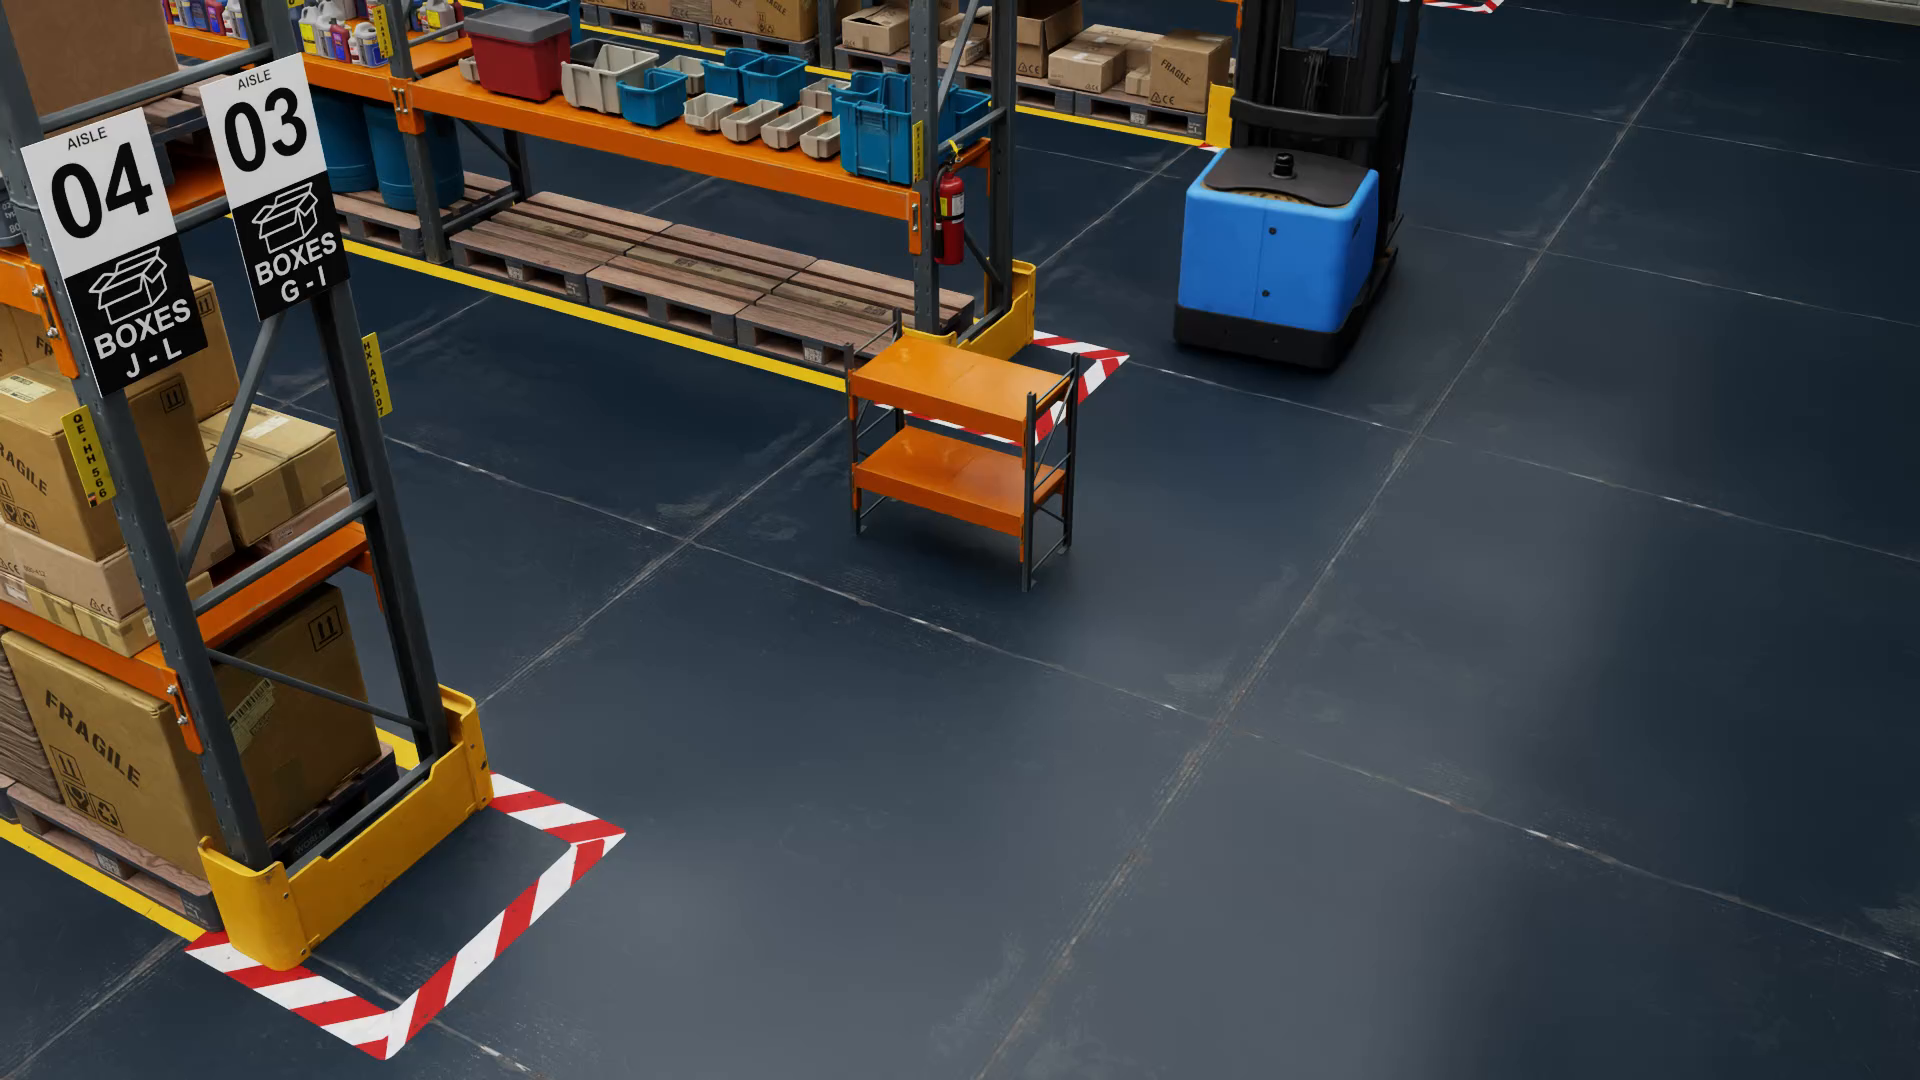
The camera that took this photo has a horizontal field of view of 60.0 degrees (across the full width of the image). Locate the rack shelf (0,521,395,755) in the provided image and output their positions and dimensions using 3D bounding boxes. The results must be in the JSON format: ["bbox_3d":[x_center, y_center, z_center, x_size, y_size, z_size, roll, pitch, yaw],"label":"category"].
[{"bbox_3d":[-4.163,-0.187,6.974,4.000,0.370,1.077,18,37,24],"label":"rack shelf"}]

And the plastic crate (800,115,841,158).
[{"bbox_3d":[-0.766,-2.372,9.790,0.243,0.136,0.396,18,37,24],"label":"plastic crate"}]

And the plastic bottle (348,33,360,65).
[{"bbox_3d":[-4.058,-3.309,11.192,0.097,0.201,0.097,0,34,0],"label":"plastic bottle"}]

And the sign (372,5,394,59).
[{"bbox_3d":[-3.716,-3.271,10.706,0.005,0.325,0.100,18,37,24],"label":"sign"}]

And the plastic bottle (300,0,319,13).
[{"bbox_3d":[-4.491,-3.615,11.517,0.185,0.351,0.144,18,37,24],"label":"plastic bottle"}]

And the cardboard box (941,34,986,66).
[{"bbox_3d":[0.033,-4.354,14.741,0.250,0.166,0.380,18,37,24],"label":"cardboard box"}]

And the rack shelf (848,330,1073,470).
[{"bbox_3d":[0.006,-0.710,8.273,1.000,0.278,0.538,18,37,24],"label":"rack shelf"}]

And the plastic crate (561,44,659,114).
[{"bbox_3d":[-2.207,-2.887,10.432,0.530,0.282,0.437,18,37,24],"label":"plastic crate"}]

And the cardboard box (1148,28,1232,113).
[{"bbox_3d":[1.898,-3.876,13.723,0.500,0.500,0.500,18,37,24],"label":"cardboard box"}]

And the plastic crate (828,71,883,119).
[{"bbox_3d":[-0.591,-2.683,10.169,0.300,0.233,0.416,18,37,24],"label":"plastic crate"}]

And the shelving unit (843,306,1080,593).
[{"bbox_3d":[0.006,-0.466,8.435,1.048,1.125,0.538,18,37,24],"label":"shelving unit"}]

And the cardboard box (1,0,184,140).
[{"bbox_3d":[-2.904,-1.560,5.121,0.500,0.500,0.700,15,37,22],"label":"cardboard box"}]

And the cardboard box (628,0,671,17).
[{"bbox_3d":[-2.854,-5.360,15.951,0.500,0.500,0.500,16,37,23],"label":"cardboard box"}]

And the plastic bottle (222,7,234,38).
[{"bbox_3d":[-5.131,-3.649,11.703,0.097,0.201,0.097,0,34,0],"label":"plastic bottle"}]

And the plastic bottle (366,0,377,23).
[{"bbox_3d":[-4.228,-3.847,12.000,0.097,0.201,0.097,0,34,0],"label":"plastic bottle"}]

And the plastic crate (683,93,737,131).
[{"bbox_3d":[-1.531,-2.596,10.126,0.250,0.136,0.298,18,37,24],"label":"plastic crate"}]

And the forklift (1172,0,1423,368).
[{"bbox_3d":[2.397,-3.080,10.730,1.130,2.935,3.031,13,36,19],"label":"forklift"}]

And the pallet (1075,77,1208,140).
[{"bbox_3d":[1.734,-3.782,14.239,1.213,0.211,1.003,18,37,24],"label":"pallet"}]

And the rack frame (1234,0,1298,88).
[{"bbox_3d":[2.493,-4.703,13.106,0.127,3.000,1.000,18,37,24],"label":"rack frame"}]

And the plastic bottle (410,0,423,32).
[{"bbox_3d":[-3.858,-3.759,11.805,0.097,0.271,0.097,0,34,0],"label":"plastic bottle"}]

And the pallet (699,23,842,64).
[{"bbox_3d":[-1.705,-4.848,15.839,1.213,0.211,1.003,18,37,24],"label":"pallet"}]

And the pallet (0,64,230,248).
[{"bbox_3d":[-3.075,-1.347,5.440,1.213,0.211,1.003,18,37,24],"label":"pallet"}]

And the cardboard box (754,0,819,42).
[{"bbox_3d":[-1.551,-4.943,15.325,0.500,0.500,0.500,17,37,24],"label":"cardboard box"}]

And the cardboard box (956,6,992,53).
[{"bbox_3d":[0.306,-4.640,15.041,0.500,0.311,0.500,18,37,24],"label":"cardboard box"}]

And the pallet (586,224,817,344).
[{"bbox_3d":[-1.720,-1.741,11.174,1.213,0.211,1.003,18,37,24],"label":"pallet"}]

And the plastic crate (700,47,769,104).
[{"bbox_3d":[-1.423,-2.946,10.565,0.300,0.233,0.416,18,37,24],"label":"plastic crate"}]

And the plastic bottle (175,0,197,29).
[{"bbox_3d":[-5.495,-3.813,11.881,0.135,0.276,0.152,18,37,24],"label":"plastic bottle"}]

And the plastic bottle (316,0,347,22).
[{"bbox_3d":[-4.534,-3.861,11.953,0.135,0.276,0.152,18,37,24],"label":"plastic bottle"}]

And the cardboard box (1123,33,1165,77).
[{"bbox_3d":[1.727,-4.165,14.382,0.500,0.250,0.500,18,37,24],"label":"cardboard box"}]

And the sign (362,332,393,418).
[{"bbox_3d":[-2.146,-0.595,6.085,0.005,0.325,0.100,18,37,24],"label":"sign"}]

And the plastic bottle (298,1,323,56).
[{"bbox_3d":[-4.402,-3.495,11.336,0.185,0.351,0.144,18,37,24],"label":"plastic bottle"}]

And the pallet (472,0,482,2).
[{"bbox_3d":[-5.149,-5.987,17.551,1.213,0.211,1.003,18,37,24],"label":"pallet"}]

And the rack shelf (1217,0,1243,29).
[{"bbox_3d":[0.756,-4.953,14.131,4.000,0.370,1.077,18,37,24],"label":"rack shelf"}]

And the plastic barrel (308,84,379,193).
[{"bbox_3d":[-4.520,-3.074,12.174,0.708,0.901,0.600,18,37,24],"label":"plastic barrel"}]

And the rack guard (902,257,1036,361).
[{"bbox_3d":[0.059,-1.279,10.220,0.348,0.500,1.175,18,37,24],"label":"rack guard"}]

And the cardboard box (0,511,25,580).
[{"bbox_3d":[-3.419,-0.143,6.126,0.500,0.250,0.500,17,37,24],"label":"cardboard box"}]

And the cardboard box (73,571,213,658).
[{"bbox_3d":[-2.899,0.229,5.927,0.250,0.149,0.380,18,38,25],"label":"cardboard box"}]

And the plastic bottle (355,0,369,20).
[{"bbox_3d":[-4.319,-3.922,12.039,0.133,0.283,0.061,18,37,24],"label":"plastic bottle"}]

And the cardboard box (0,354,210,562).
[{"bbox_3d":[-2.979,-0.318,5.711,0.500,0.500,0.500,18,38,25],"label":"cardboard box"}]

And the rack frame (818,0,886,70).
[{"bbox_3d":[-0.980,-5.803,14.758,0.127,3.000,1.000,18,37,24],"label":"rack frame"}]

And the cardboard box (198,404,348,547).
[{"bbox_3d":[-2.709,-0.260,6.301,0.500,0.250,0.500,17,37,23],"label":"cardboard box"}]

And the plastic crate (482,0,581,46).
[{"bbox_3d":[-2.867,-3.474,11.221,0.575,0.384,0.392,18,37,24],"label":"plastic crate"}]

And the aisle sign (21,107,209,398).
[{"bbox_3d":[-2.512,-0.854,4.981,0.004,0.787,0.394,18,37,24],"label":"aisle sign"}]
